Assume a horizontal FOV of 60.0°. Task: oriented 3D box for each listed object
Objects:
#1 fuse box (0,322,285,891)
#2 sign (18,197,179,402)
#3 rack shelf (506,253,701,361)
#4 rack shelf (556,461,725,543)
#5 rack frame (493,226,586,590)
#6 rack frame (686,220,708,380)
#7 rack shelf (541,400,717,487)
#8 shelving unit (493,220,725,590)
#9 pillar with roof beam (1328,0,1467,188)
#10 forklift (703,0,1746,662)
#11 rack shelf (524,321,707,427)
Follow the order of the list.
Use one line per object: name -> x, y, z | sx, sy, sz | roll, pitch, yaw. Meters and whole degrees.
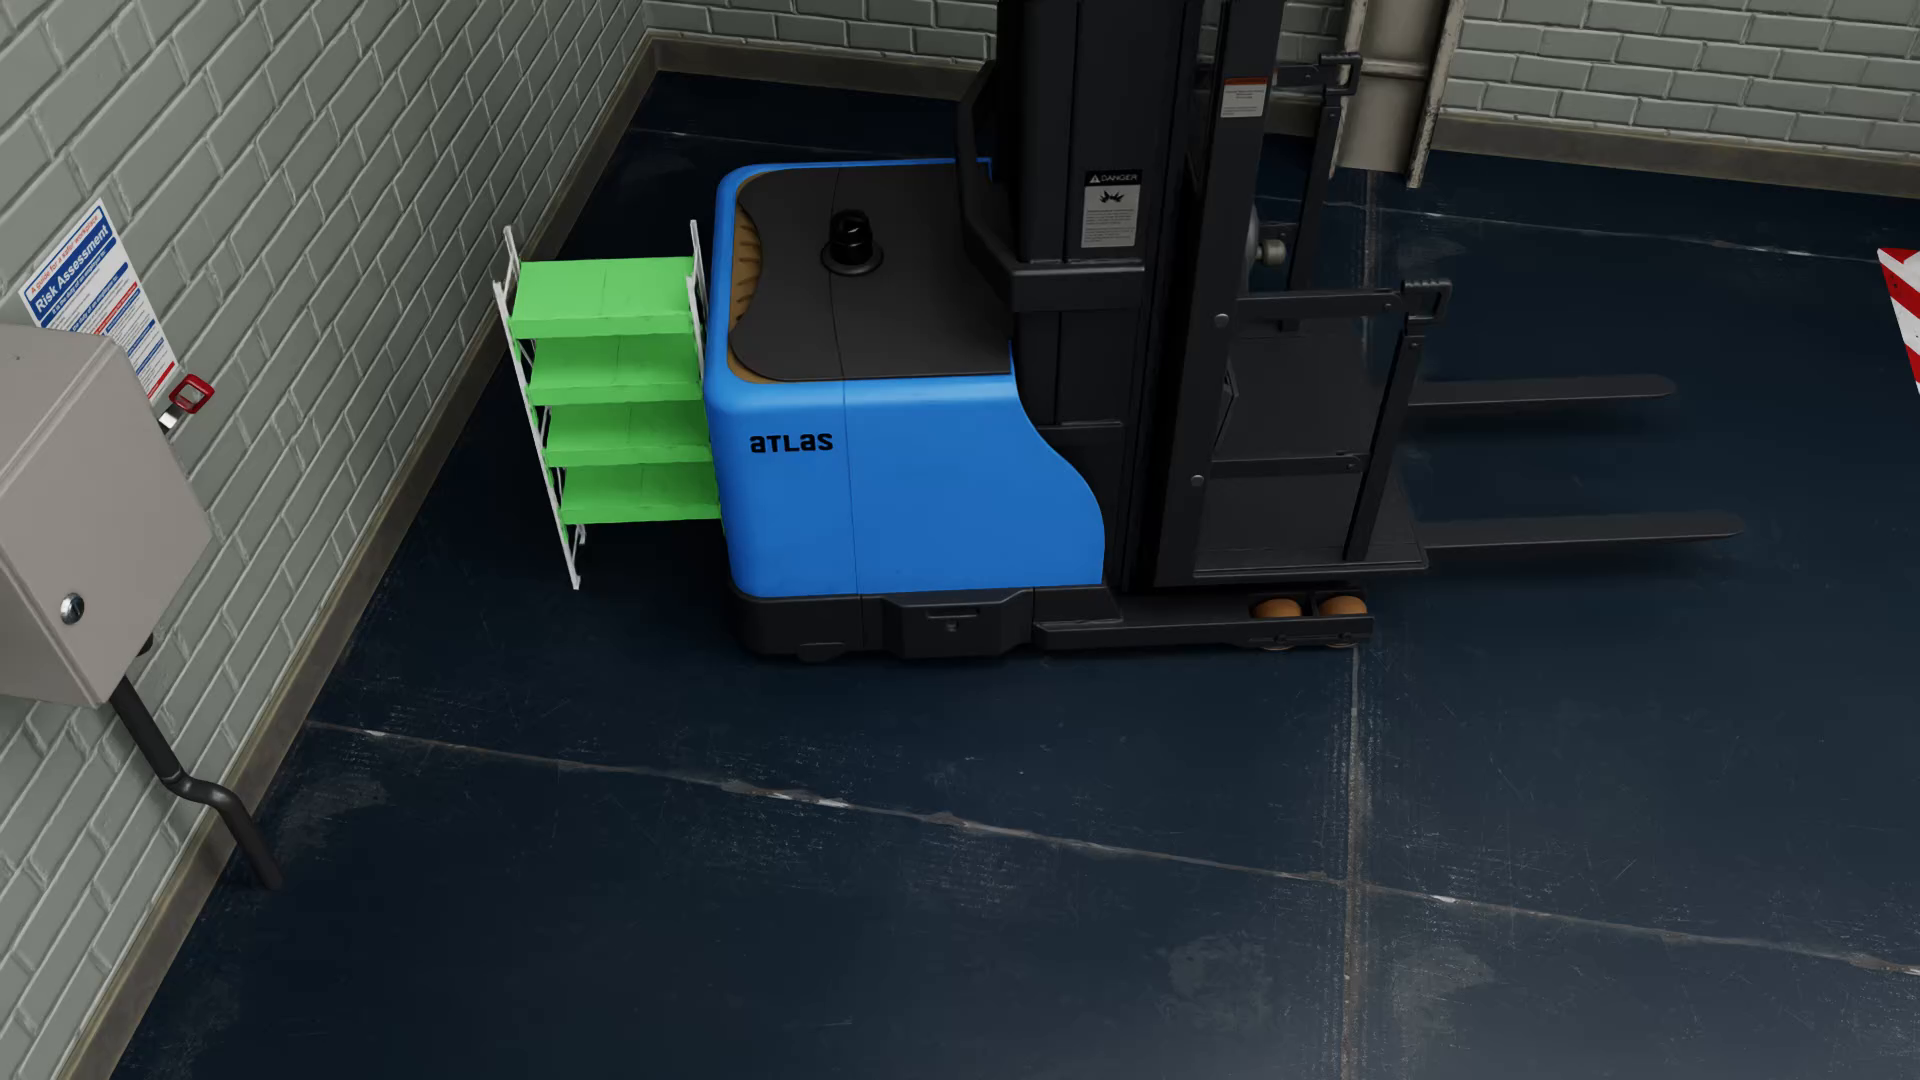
fuse box -> -1.796, 0.321, 3.811 | 0.414, 1.711, 0.539 | 8, 49, 7
sign -> -1.912, -0.466, 3.716 | 0.001, 0.494, 0.329 | 8, 49, 7
rack shelf -> -0.942, -0.624, 4.445 | 0.480, 0.148, 0.258 | -2, 48, -2
rack shelf -> -0.942, -0.143, 4.980 | 0.480, 0.148, 0.258 | -2, 48, -2
rack frame -> -1.186, -0.336, 4.745 | 0.015, 1.200, 0.240 | -2, 48, -2
rack frame -> -0.698, -0.356, 4.763 | 0.015, 1.200, 0.240 | -2, 48, -2
rack shelf -> -0.942, -0.303, 4.802 | 0.480, 0.148, 0.258 | -2, 48, -2
shelving unit -> -0.942, -0.346, 4.754 | 0.503, 1.200, 0.258 | -2, 48, -2
pillar with roof beam -> 0.860, -1.366, 0.428 | 0.400, 9.000, 9.100 | 8, 49, 7
forklift -> 0.826, -1.045, 4.218 | 3.031, 2.935, 1.130 | -2, 48, -2
rack shelf -> -0.942, -0.464, 4.623 | 0.480, 0.148, 0.258 | -2, 48, -2
